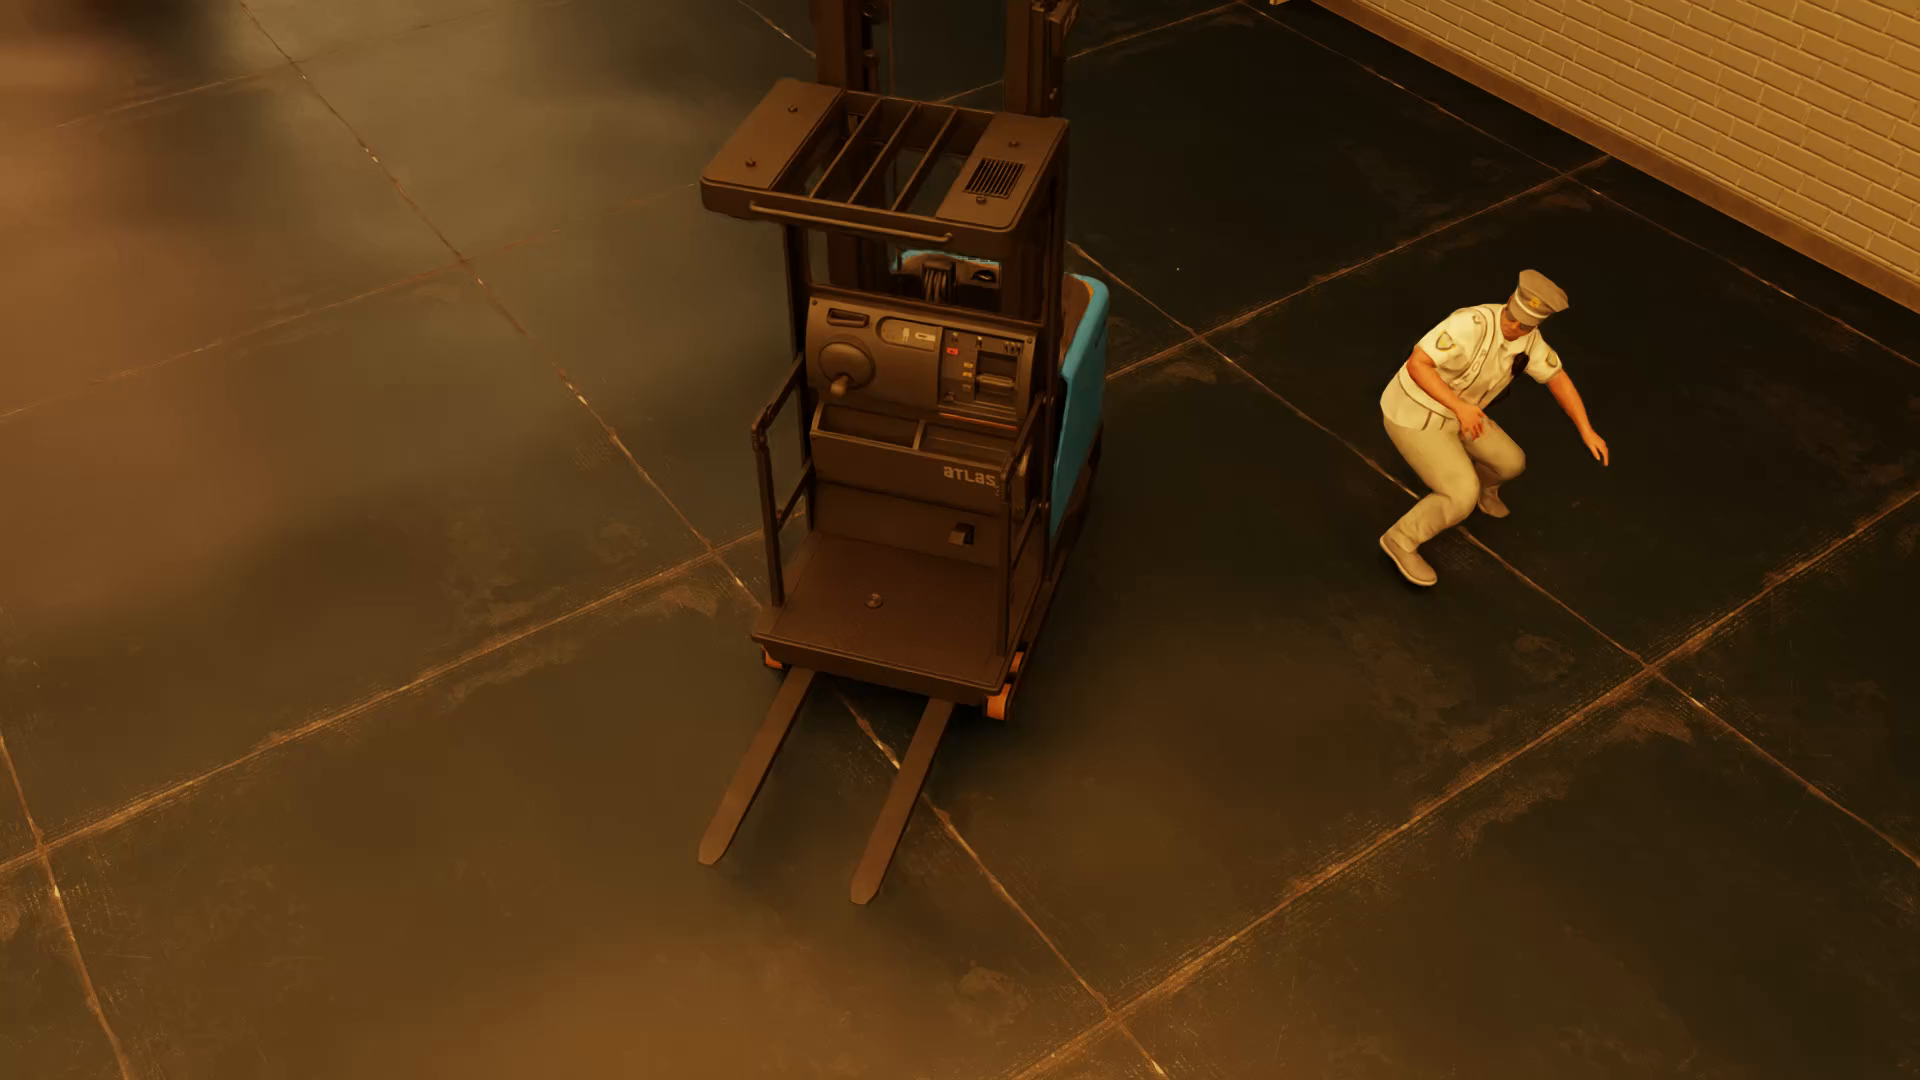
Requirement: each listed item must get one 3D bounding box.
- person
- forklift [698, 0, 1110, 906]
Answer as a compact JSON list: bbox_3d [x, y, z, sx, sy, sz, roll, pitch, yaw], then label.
[{"bbox_3d":[2.338,-0.508,7.373,0.840,1.547,0.878,-29,50,-28],"label":"person"},{"bbox_3d":[-0.222,-0.621,6.389,1.130,2.935,3.031,12,44,12],"label":"forklift"}]
